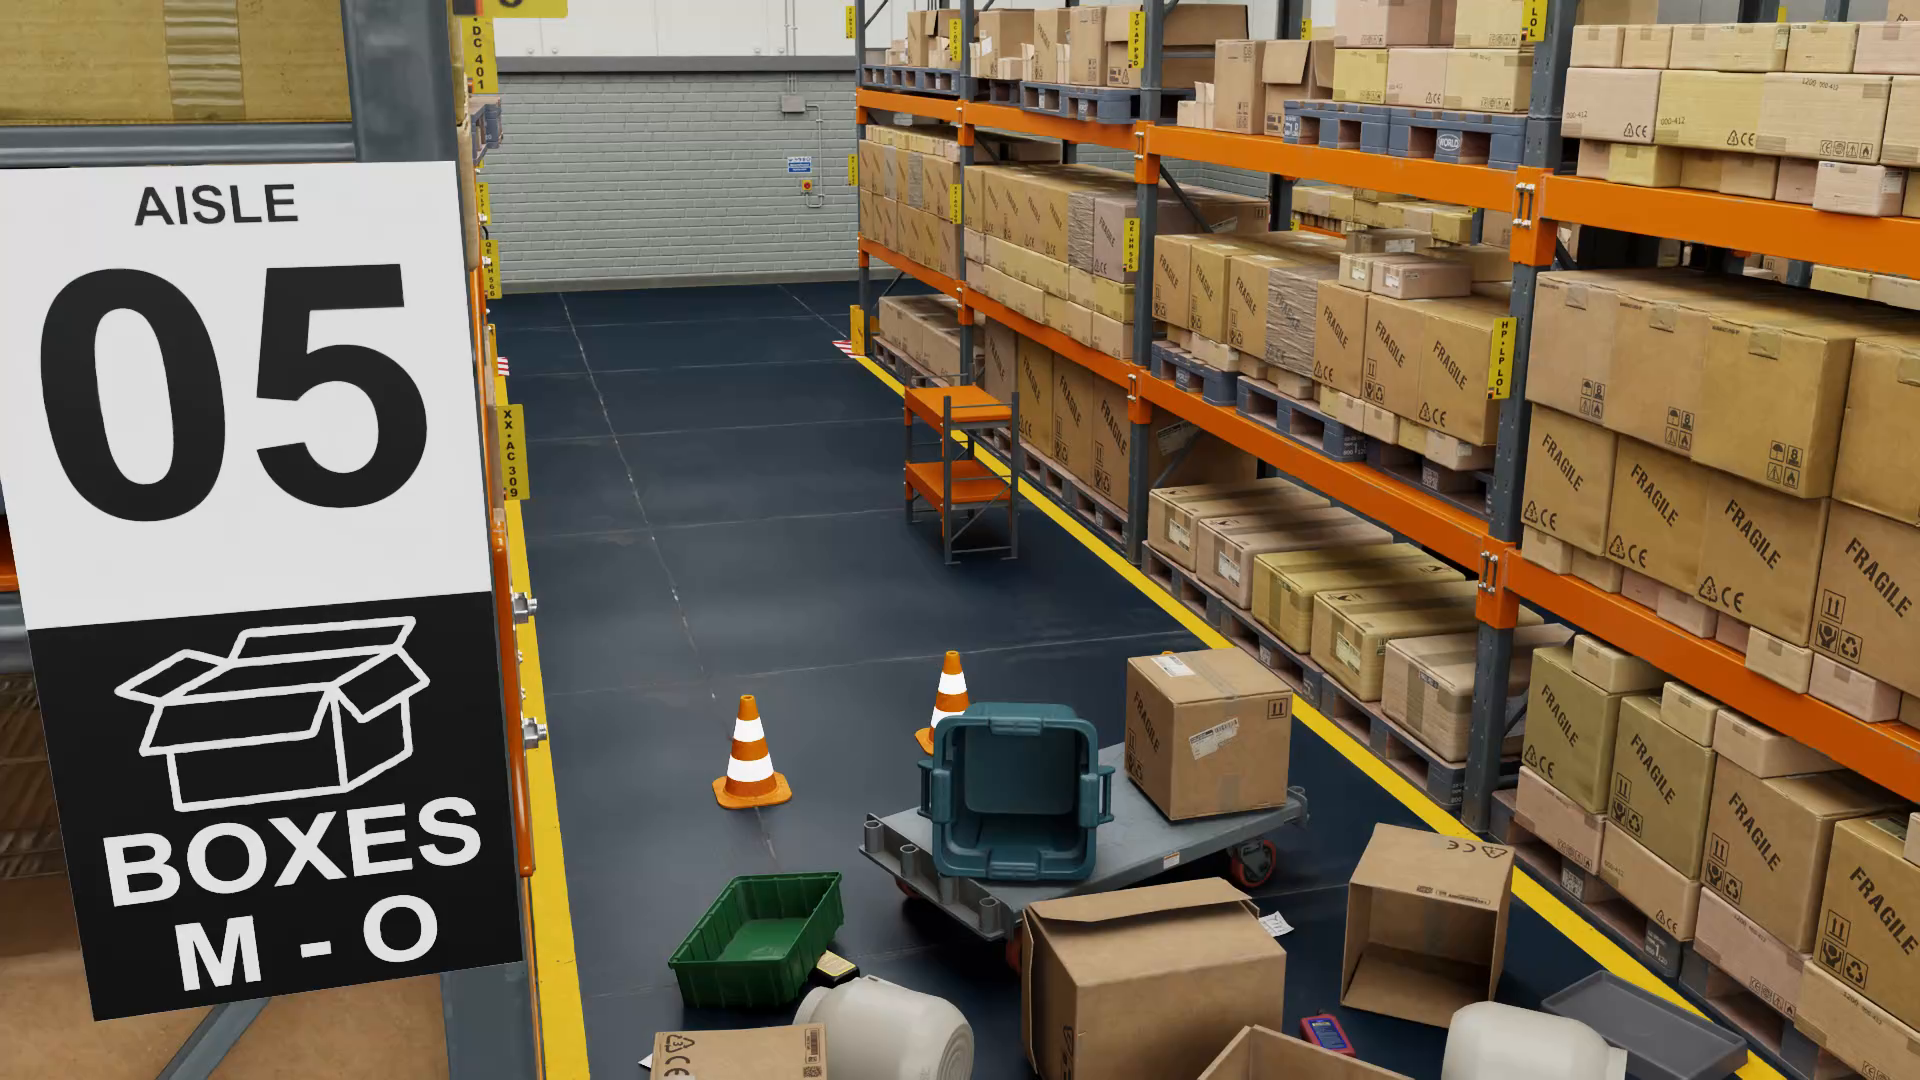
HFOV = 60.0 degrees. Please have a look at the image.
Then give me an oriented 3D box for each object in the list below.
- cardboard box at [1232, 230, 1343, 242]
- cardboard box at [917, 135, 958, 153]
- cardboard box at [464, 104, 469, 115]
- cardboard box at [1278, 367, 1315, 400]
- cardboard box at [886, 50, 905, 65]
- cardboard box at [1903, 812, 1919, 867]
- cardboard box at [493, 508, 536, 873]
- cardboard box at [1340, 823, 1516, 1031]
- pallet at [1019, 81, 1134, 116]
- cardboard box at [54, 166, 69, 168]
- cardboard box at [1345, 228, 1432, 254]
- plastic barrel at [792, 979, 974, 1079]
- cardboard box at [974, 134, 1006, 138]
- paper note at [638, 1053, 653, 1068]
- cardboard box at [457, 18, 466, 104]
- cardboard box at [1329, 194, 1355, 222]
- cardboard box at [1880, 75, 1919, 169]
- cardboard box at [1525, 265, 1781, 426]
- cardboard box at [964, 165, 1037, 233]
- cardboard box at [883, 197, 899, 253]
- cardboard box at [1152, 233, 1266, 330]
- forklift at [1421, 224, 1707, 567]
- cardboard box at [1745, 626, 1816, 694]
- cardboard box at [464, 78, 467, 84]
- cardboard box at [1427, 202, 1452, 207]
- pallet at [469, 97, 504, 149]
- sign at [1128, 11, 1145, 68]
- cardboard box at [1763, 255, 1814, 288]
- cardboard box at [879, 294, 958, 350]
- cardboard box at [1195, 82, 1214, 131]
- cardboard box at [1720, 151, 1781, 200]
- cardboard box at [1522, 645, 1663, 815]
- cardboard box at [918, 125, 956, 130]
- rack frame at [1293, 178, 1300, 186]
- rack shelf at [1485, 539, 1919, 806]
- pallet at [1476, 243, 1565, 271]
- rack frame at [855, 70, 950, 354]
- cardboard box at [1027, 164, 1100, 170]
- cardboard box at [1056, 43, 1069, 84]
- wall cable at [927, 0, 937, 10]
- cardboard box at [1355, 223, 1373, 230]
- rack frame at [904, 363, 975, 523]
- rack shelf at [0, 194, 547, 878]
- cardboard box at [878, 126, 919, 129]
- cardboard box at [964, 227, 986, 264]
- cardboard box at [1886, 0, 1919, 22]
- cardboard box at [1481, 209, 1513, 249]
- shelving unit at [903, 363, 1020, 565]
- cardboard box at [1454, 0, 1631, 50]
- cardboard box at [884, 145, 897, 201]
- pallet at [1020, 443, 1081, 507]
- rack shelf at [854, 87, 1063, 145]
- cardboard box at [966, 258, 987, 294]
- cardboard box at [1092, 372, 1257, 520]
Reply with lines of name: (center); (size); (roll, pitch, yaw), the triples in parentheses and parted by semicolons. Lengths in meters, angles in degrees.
cardboard box: (1.988, -1.608, 10.172); (0.500, 0.500, 0.500); (-5, 17, -17)
cardboard box: (-0.185, -3.683, 15.460); (0.380, 0.149, 0.250); (-5, 17, -16)
cardboard box: (-0.863, -0.514, 2.267); (0.380, 0.149, 0.250); (-5, 17, -15)
cardboard box: (1.903, -0.846, 8.761); (0.380, 0.149, 0.250); (-4, 17, -14)
cardboard box: (-0.525, -4.780, 16.469); (0.380, 0.149, 0.250); (-4, 17, -13)
cardboard box: (3.021, 0.898, 4.867); (0.380, 0.149, 0.250); (-4, 17, -13)
cardboard box: (-1.266, 0.306, 3.081); (0.875, 0.550, 0.550); (-5, 17, -15)
cardboard box: (1.681, 1.386, 5.966); (0.500, 0.500, 0.500); (7, 18, 23)
pallet: (1.057, -3.150, 11.838); (1.003, 0.211, 1.213); (-4, 17, -13)
cardboard box: (-1.704, -0.670, 2.789); (0.380, 0.149, 0.250); (-5, 17, -15)
cardboard box: (2.316, -1.593, 8.991); (0.380, 0.149, 0.250); (-6, 18, -18)
plastic barrel: (-0.250, 1.631, 5.285); (0.512, 0.421, 0.421); (7, 18, 23)
cardboard box: (0.260, -3.722, 15.589); (0.380, 0.149, 0.250); (-5, 17, -15)
paper note: (-0.982, 1.741, 5.602); (0.142, 0.020, 0.147); (11, 20, 32)
cardboard box: (-0.964, -0.739, 2.324); (0.500, 0.250, 0.500); (-5, 17, -16)
cardboard box: (4.315, -3.571, 17.871); (0.500, 0.250, 0.500); (-5, 17, -16)
cardboard box: (2.969, -1.157, 4.620); (0.500, 0.250, 0.500); (-5, 17, -15)
cardboard box: (2.607, -0.745, 6.288); (0.700, 0.500, 0.500); (-5, 17, -16)
cardboard box: (0.341, -2.809, 13.679); (0.500, 0.500, 0.500); (-4, 17, -15)
cardboard box: (-0.459, -3.146, 16.538); (0.500, 0.500, 0.500); (-5, 17, -16)
cardboard box: (1.496, -1.569, 10.042); (0.500, 0.500, 0.500); (-5, 17, -17)
forklift: (4.490, -1.089, 9.983); (3.031, 2.935, 1.130); (13, 21, 37)
cardboard box: (2.815, 0.373, 5.432); (0.380, 0.149, 0.250); (-5, 17, -15)
cardboard box: (-1.350, -1.004, 3.899); (0.380, 0.149, 0.250); (-4, 17, -14)
cardboard box: (5.107, -3.331, 17.069); (0.500, 0.250, 0.500); (-4, 17, -14)
pallet: (-2.908, -2.074, 8.255); (1.213, 0.211, 1.003); (-4, 17, -13)
sign: (1.059, -3.001, 9.979); (0.100, 0.325, 0.005); (-5, 17, -15)
cardboard box: (6.376, -2.118, 12.385); (0.500, 0.500, 0.500); (-4, 17, -13)
cardboard box: (-0.326, -2.333, 17.728); (0.875, 0.438, 0.875); (-5, 18, -17)
cardboard box: (1.589, -2.522, 9.653); (0.396, 0.266, 0.258); (-5, 17, -15)
cardboard box: (2.768, -1.216, 5.508); (0.380, 0.149, 0.250); (-4, 17, -14)
cardboard box: (2.597, 0.727, 6.564); (0.500, 0.500, 0.500); (-4, 17, -13)
cardboard box: (-0.219, -4.219, 17.245); (0.380, 0.149, 0.250); (-4, 17, -14)
rack frame: (4.168, -3.927, 19.311); (1.000, 3.000, 0.127); (-5, 17, -15)
rack shelf: (3.244, 0.684, 5.213); (1.077, 0.370, 4.000); (-5, 17, -15)
pallet: (5.382, -2.499, 14.891); (1.003, 0.211, 1.213); (-5, 17, -15)
rack frame: (-0.603, -3.534, 18.001); (1.000, 3.000, 0.127); (-5, 17, -15)
cardboard box: (0.860, -2.850, 13.814); (0.500, 0.500, 0.500); (-4, 17, -13)
cardboard box: (0.880, -3.247, 11.338); (0.396, 0.266, 0.258); (-5, 17, -17)
wall cable: (0.975, -8.244, 23.191); (2.988, 3.039, 0.133); (-5, 17, -15)
cardboard box: (4.393, -3.263, 17.536); (0.380, 0.149, 0.250); (-4, 17, -14)
rack frame: (-0.142, -0.681, 11.765); (0.500, 1.125, 0.032); (-5, 17, -15)
rack shelf: (-1.487, -0.334, 3.386); (1.077, 0.370, 4.000); (-5, 17, -15)
cardboard box: (-0.631, -4.184, 17.128); (0.380, 0.149, 0.250); (-4, 17, -14)
cardboard box: (0.346, -2.451, 13.788); (0.500, 0.250, 0.500); (-5, 17, -17)
cardboard box: (6.332, -3.228, 10.693); (0.500, 0.500, 0.500); (-5, 17, -15)
cardboard box: (5.186, -2.918, 15.049); (0.700, 0.500, 0.500); (-4, 17, -14)
shelving unit: (-0.002, -0.541, 11.296); (0.538, 1.125, 1.048); (-5, 17, -15)
cardboard box: (2.413, -2.170, 6.909); (0.500, 0.250, 0.500); (-4, 17, -14)
cardboard box: (-0.447, -3.621, 16.380); (0.500, 0.500, 0.500); (-5, 17, -16)
pallet: (1.119, -0.546, 12.903); (1.003, 0.211, 1.213); (-5, 17, -15)
rack shelf: (-0.054, -4.072, 15.832); (1.077, 0.370, 4.000); (-5, 17, -15)
cardboard box: (0.363, -2.213, 13.865); (0.500, 0.250, 0.500); (-5, 17, -17)
cardboard box: (1.485, -0.702, 11.538); (0.875, 0.875, 0.875); (-5, 17, -16)
